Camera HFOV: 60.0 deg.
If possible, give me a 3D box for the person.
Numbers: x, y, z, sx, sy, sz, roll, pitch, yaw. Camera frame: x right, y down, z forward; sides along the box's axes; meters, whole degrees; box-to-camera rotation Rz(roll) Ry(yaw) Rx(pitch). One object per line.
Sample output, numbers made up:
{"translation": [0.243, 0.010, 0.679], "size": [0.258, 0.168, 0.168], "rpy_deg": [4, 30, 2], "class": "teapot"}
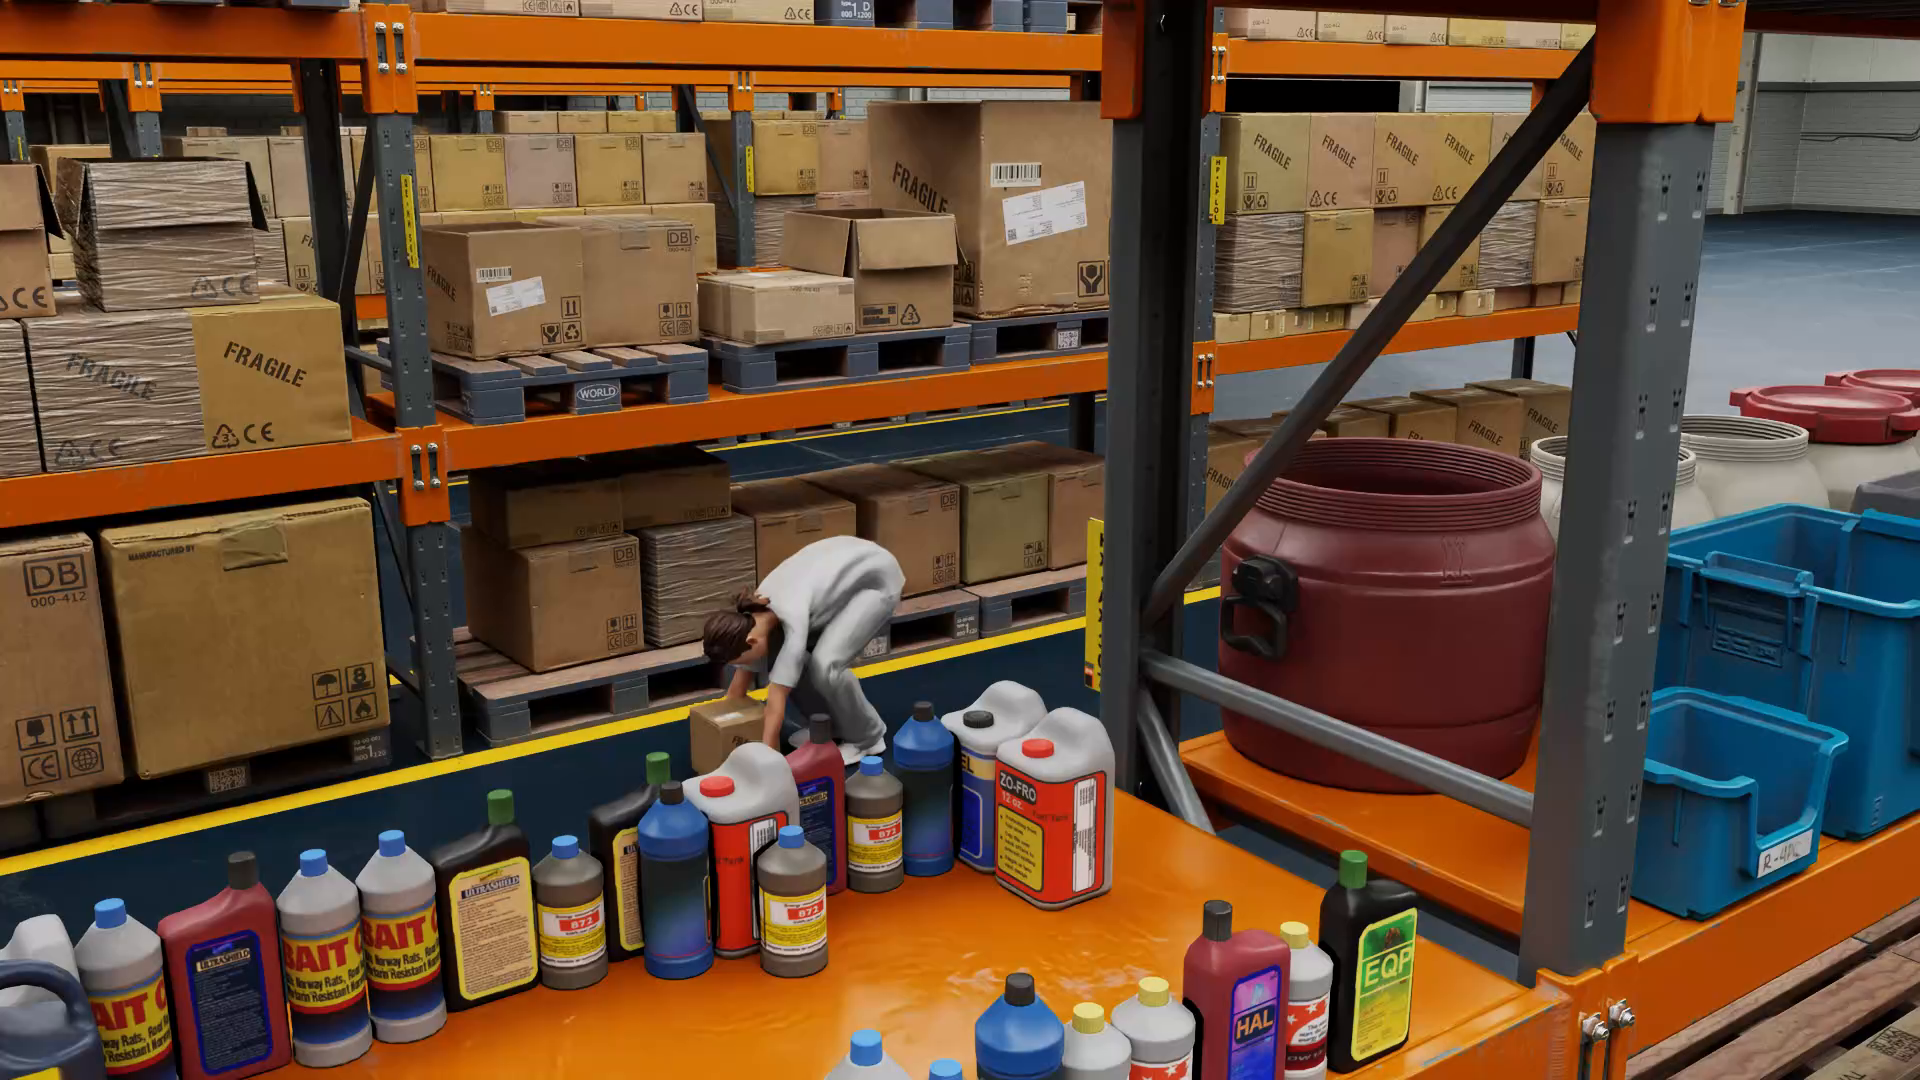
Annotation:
{"translation": [-0.602, 0.449, 6.416], "size": [0.852, 0.852, 0.474], "rpy_deg": [-11, 18, -37], "class": "person"}
